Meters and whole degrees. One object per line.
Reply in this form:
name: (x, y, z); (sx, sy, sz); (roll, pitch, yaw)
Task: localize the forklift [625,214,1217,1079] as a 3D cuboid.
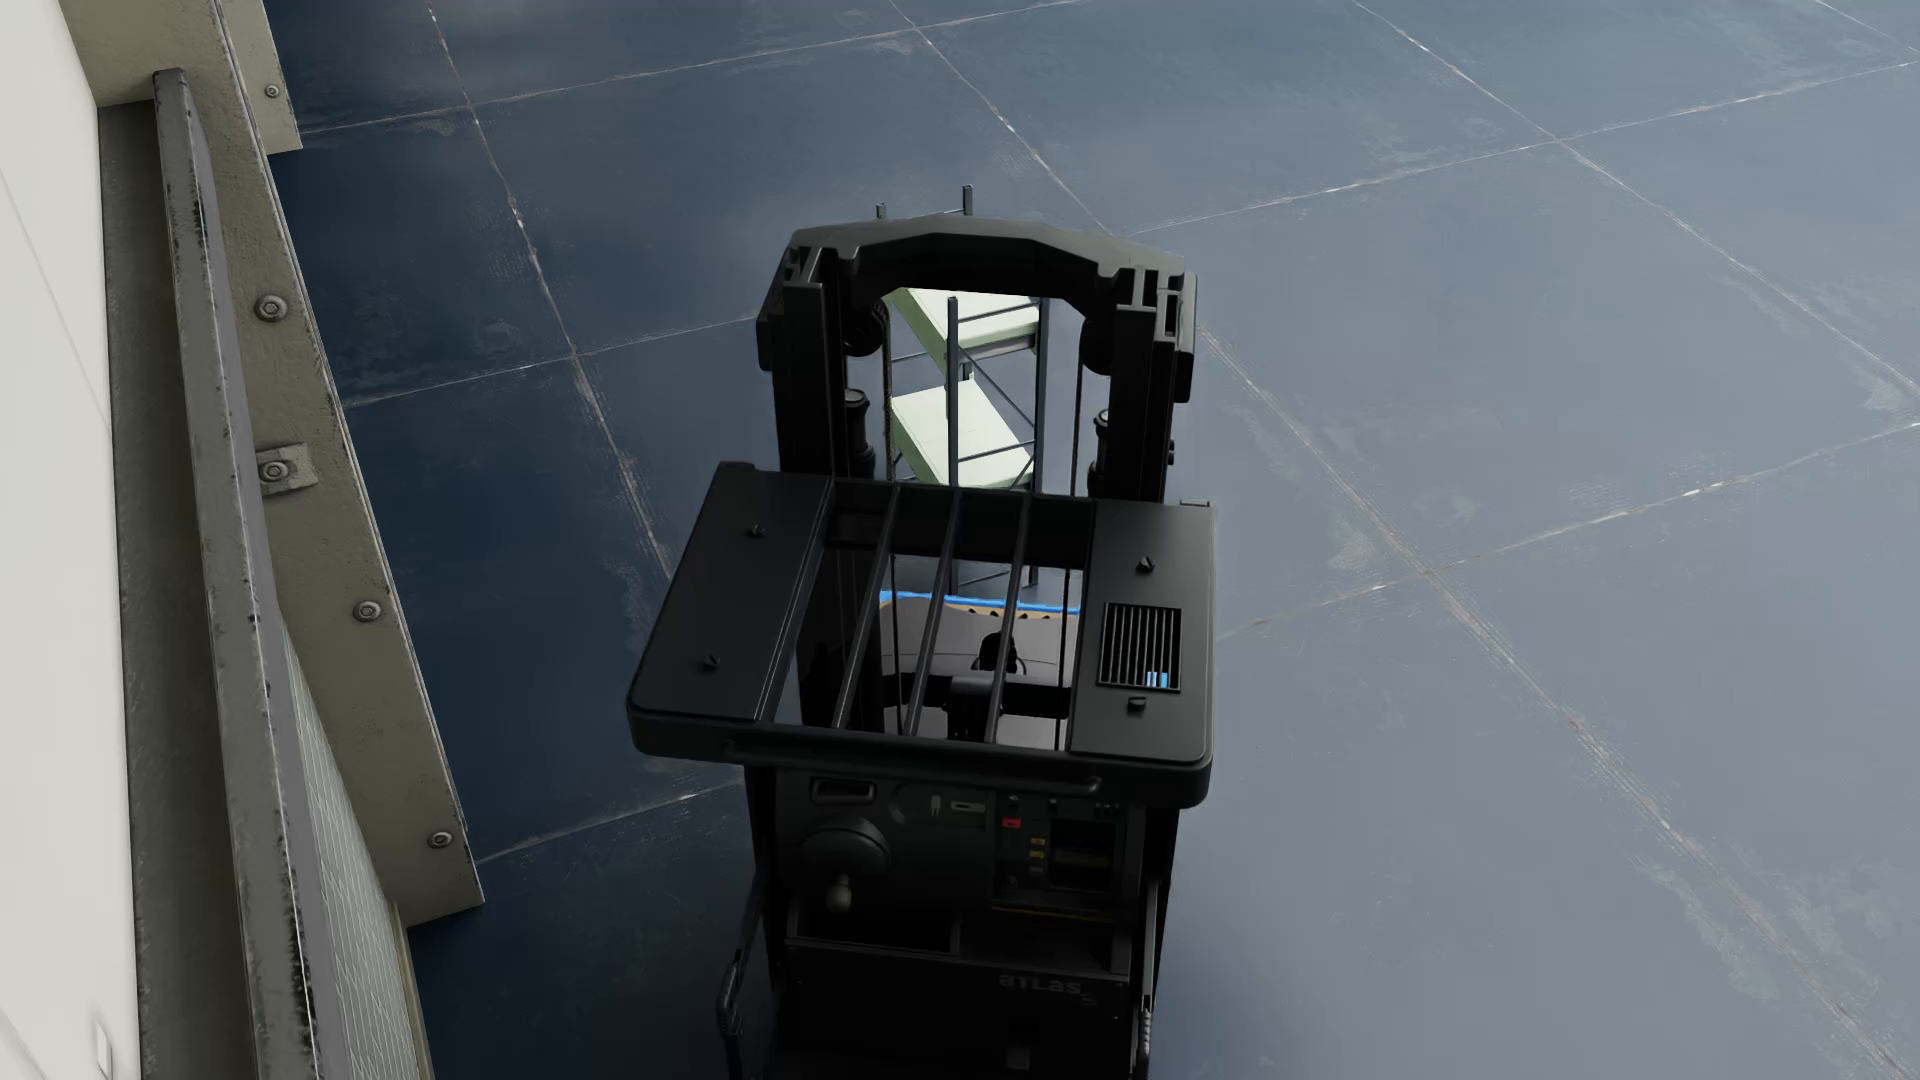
forklift: (-0.030, 0.847, 4.017); (1.130, 2.935, 3.031); (5, 41, 6)

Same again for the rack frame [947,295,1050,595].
rack frame: (0.143, -0.344, 6.500); (0.400, 1.500, 0.023); (-15, 43, -17)

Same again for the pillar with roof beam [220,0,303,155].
pillar with roof beam: (-0.188, -6.919, 8.394); (9.100, 9.000, 0.400); (-15, 43, -17)

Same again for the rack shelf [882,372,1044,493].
rack shelf: (0.003, -0.317, 6.969); (0.431, 0.370, 0.720); (-15, 43, -17)

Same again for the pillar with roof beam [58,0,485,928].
pillar with roof beam: (2.107, -3.305, 4.191); (9.100, 9.000, 0.400); (-15, 43, -17)

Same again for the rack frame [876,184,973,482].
rack frame: (-0.137, -0.785, 7.013); (0.400, 1.500, 0.023); (-15, 43, -17)

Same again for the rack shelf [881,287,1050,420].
rack shelf: (0.003, -0.861, 6.502); (0.431, 0.370, 0.720); (-15, 43, -17)

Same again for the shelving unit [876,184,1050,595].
shelving unit: (0.003, -0.565, 6.756); (0.431, 1.500, 0.755); (-15, 43, -17)
